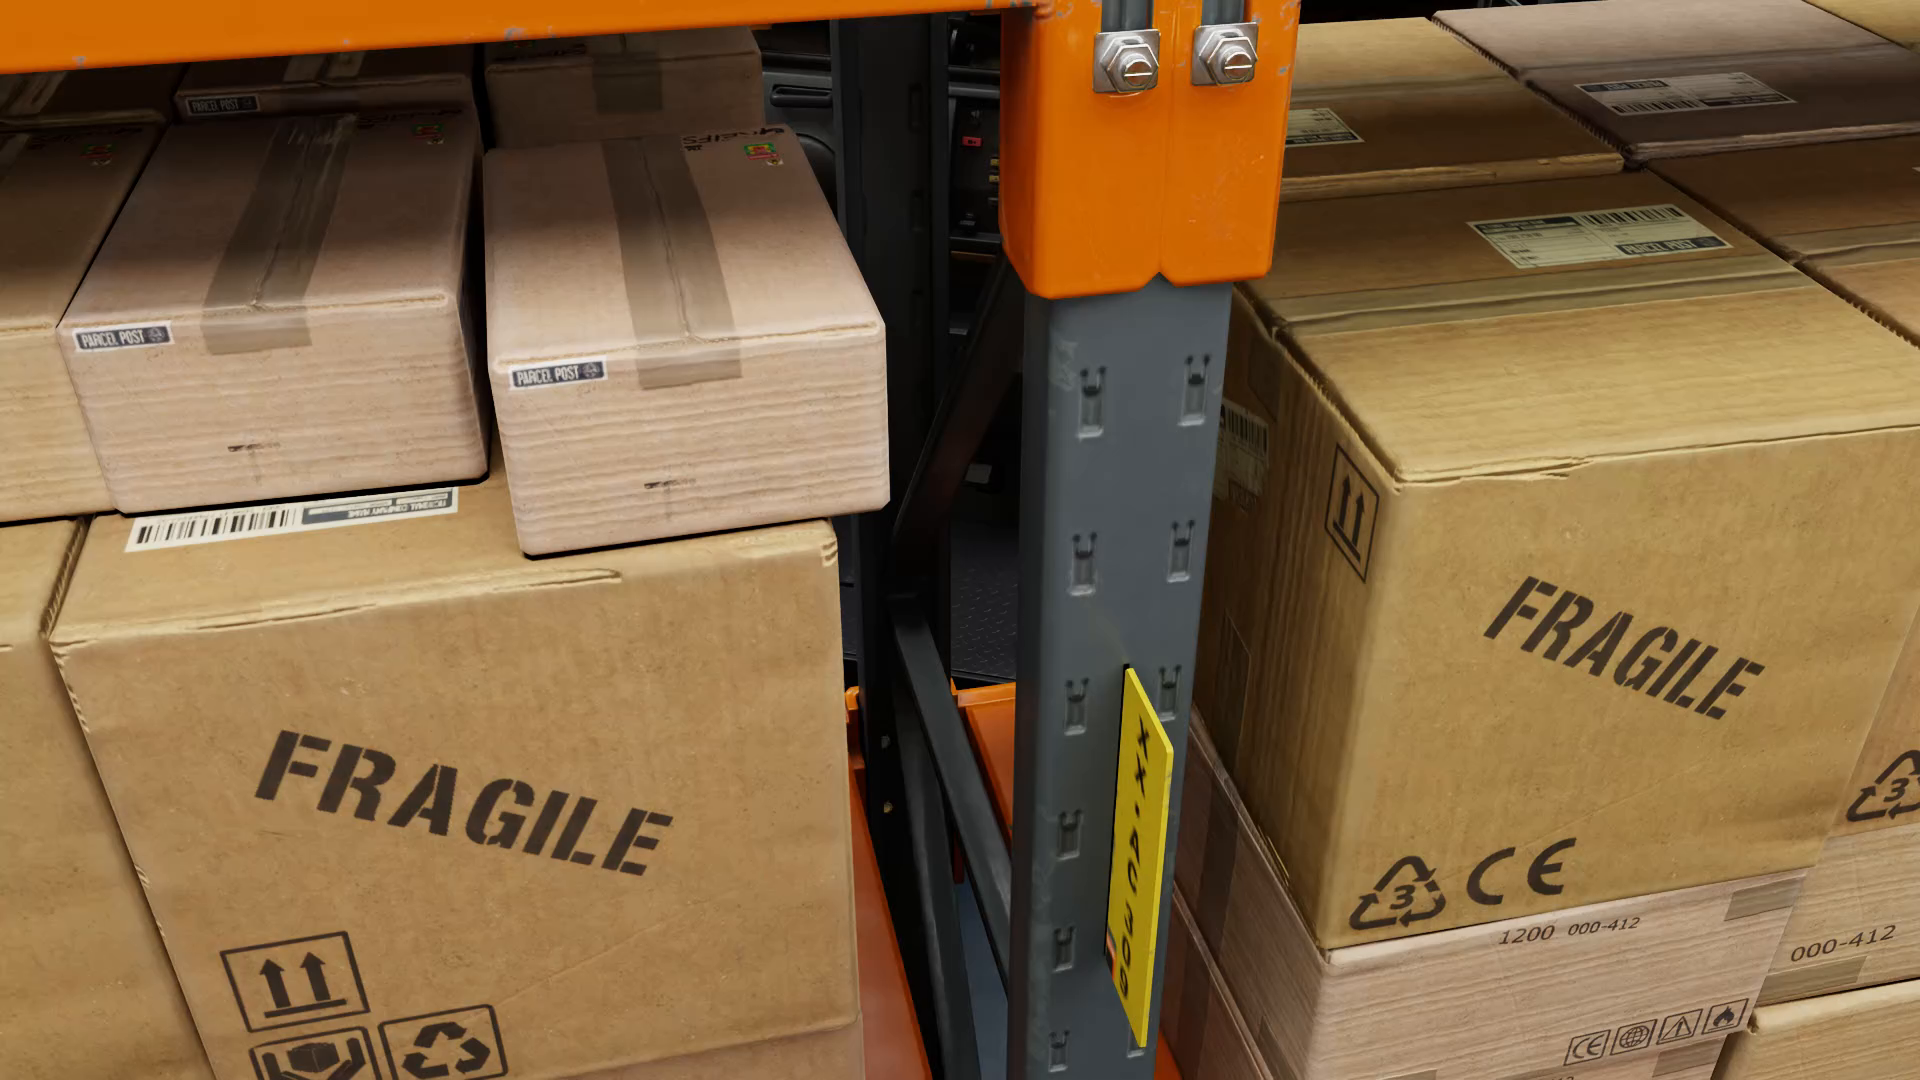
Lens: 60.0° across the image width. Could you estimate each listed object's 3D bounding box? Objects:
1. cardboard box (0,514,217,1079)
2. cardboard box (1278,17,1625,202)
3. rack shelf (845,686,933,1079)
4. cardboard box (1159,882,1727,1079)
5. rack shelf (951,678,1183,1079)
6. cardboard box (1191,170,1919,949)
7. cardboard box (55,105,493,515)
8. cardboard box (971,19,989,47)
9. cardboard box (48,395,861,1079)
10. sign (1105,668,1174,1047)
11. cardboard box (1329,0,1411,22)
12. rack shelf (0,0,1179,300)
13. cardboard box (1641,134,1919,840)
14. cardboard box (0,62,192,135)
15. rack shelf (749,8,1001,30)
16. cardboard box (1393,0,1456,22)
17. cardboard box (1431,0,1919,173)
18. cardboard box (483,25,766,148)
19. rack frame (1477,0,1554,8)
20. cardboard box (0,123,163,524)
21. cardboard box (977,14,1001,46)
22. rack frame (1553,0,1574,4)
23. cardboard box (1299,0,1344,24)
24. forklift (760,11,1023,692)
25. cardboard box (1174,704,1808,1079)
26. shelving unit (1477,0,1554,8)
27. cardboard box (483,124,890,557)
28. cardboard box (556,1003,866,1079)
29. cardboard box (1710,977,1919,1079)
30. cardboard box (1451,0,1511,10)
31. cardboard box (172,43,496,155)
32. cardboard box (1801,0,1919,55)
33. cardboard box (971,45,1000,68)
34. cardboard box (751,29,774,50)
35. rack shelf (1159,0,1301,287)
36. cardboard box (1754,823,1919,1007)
[{"bbox_3d":[-0.880,0.159,1.334,0.500,0.500,0.500,-8,35,-11],"label":"cardboard box"},{"bbox_3d":[0.397,-0.298,2.016,0.500,0.500,0.500,-6,34,-9],"label":"cardboard box"},{"bbox_3d":[-1.934,0.894,1.871,4.000,0.370,1.077,-7,35,-11],"label":"rack shelf"},{"bbox_3d":[0.504,0.501,1.945,0.500,0.250,0.500,-8,35,-12],"label":"cardboard box"},{"bbox_3d":[1.967,0.403,2.604,4.000,0.370,1.077,-7,35,-11],"label":"rack shelf"},{"bbox_3d":[0.509,-0.005,1.578,0.500,0.500,0.500,-7,34,-10],"label":"cardboard box"},{"bbox_3d":[-0.495,-0.192,1.275,0.250,0.149,0.380,-6,34,-9],"label":"cardboard box"},{"bbox_3d":[-0.052,-2.071,6.928,0.250,0.149,0.380,-9,35,-13],"label":"cardboard box"},{"bbox_3d":[-0.383,0.101,1.420,0.500,0.500,0.500,-7,35,-11],"label":"cardboard box"},{"bbox_3d":[0.140,0.259,1.324,0.005,0.325,0.100,-7,35,-11],"label":"sign"},{"bbox_3d":[1.752,-2.258,7.207,0.250,0.149,0.380,-7,34,-10],"label":"cardboard box"},{"bbox_3d":[-1.934,-0.351,1.035,4.000,0.370,1.077,-7,35,-11],"label":"rack shelf"},{"bbox_3d":[0.999,-0.082,1.694,0.500,0.500,0.500,-7,35,-11],"label":"cardboard box"},{"bbox_3d":[-0.835,-0.384,1.561,0.250,0.149,0.380,-8,35,-11],"label":"cardboard box"},{"bbox_3d":[0.868,-2.295,6.623,4.000,0.370,1.077,-7,35,-11],"label":"rack shelf"},{"bbox_3d":[1.977,-2.332,7.318,0.250,0.149,0.380,-6,34,-9],"label":"cardboard box"},{"bbox_3d":[0.900,-0.366,2.116,0.500,0.500,0.500,-7,34,-10],"label":"cardboard box"},{"bbox_3d":[-0.349,-0.479,1.702,0.250,0.149,0.380,-8,35,-11],"label":"cardboard box"},{"bbox_3d":[1.762,-1.171,5.650,0.032,1.500,0.500,-3,34,-5],"label":"rack frame"},{"bbox_3d":[-0.740,-0.167,1.237,0.250,0.149,0.380,-7,35,-10],"label":"cardboard box"},{"bbox_3d":[0.228,-2.075,6.935,0.250,0.149,0.380,-6,34,-9],"label":"cardboard box"},{"bbox_3d":[2.819,-2.839,6.789,0.127,3.000,1.000,-7,35,-11],"label":"rack frame"},{"bbox_3d":[1.466,-2.275,7.233,0.250,0.149,0.380,-9,35,-13],"label":"cardboard box"},{"bbox_3d":[-0.153,-0.878,3.928,1.130,2.935,3.031,8,35,12],"label":"forklift"},{"bbox_3d":[0.508,0.304,1.792,0.500,0.250,0.500,-8,35,-12],"label":"cardboard box"},{"bbox_3d":[1.247,-1.143,5.608,1.083,1.500,0.587,-3,34,-5],"label":"shelving unit"},{"bbox_3d":[-0.214,-0.165,1.235,0.250,0.149,0.380,-8,35,-12],"label":"cardboard box"},{"bbox_3d":[-0.380,0.504,1.717,0.500,0.500,0.500,-7,34,-10],"label":"cardboard box"},{"bbox_3d":[1.008,0.437,2.041,0.500,0.250,0.500,-8,35,-12],"label":"cardboard box"},{"bbox_3d":[2.242,-2.350,7.345,0.250,0.149,0.380,-5,34,-8],"label":"cardboard box"},{"bbox_3d":[-0.595,-0.438,1.642,0.250,0.149,0.380,-7,34,-10],"label":"cardboard box"},{"bbox_3d":[1.399,-0.418,2.193,0.500,0.500,0.500,-6,34,-9],"label":"cardboard box"},{"bbox_3d":[0.091,-1.808,6.536,0.250,0.149,0.380,-8,35,-11],"label":"cardboard box"},{"bbox_3d":[-0.687,-1.809,6.271,0.250,0.149,0.380,-8,35,-11],"label":"cardboard box"},{"bbox_3d":[1.967,-0.843,1.768,4.000,0.370,1.077,-7,35,-11],"label":"rack shelf"},{"bbox_3d":[1.010,0.224,1.910,0.500,0.250,0.500,-7,34,-10],"label":"cardboard box"}]
